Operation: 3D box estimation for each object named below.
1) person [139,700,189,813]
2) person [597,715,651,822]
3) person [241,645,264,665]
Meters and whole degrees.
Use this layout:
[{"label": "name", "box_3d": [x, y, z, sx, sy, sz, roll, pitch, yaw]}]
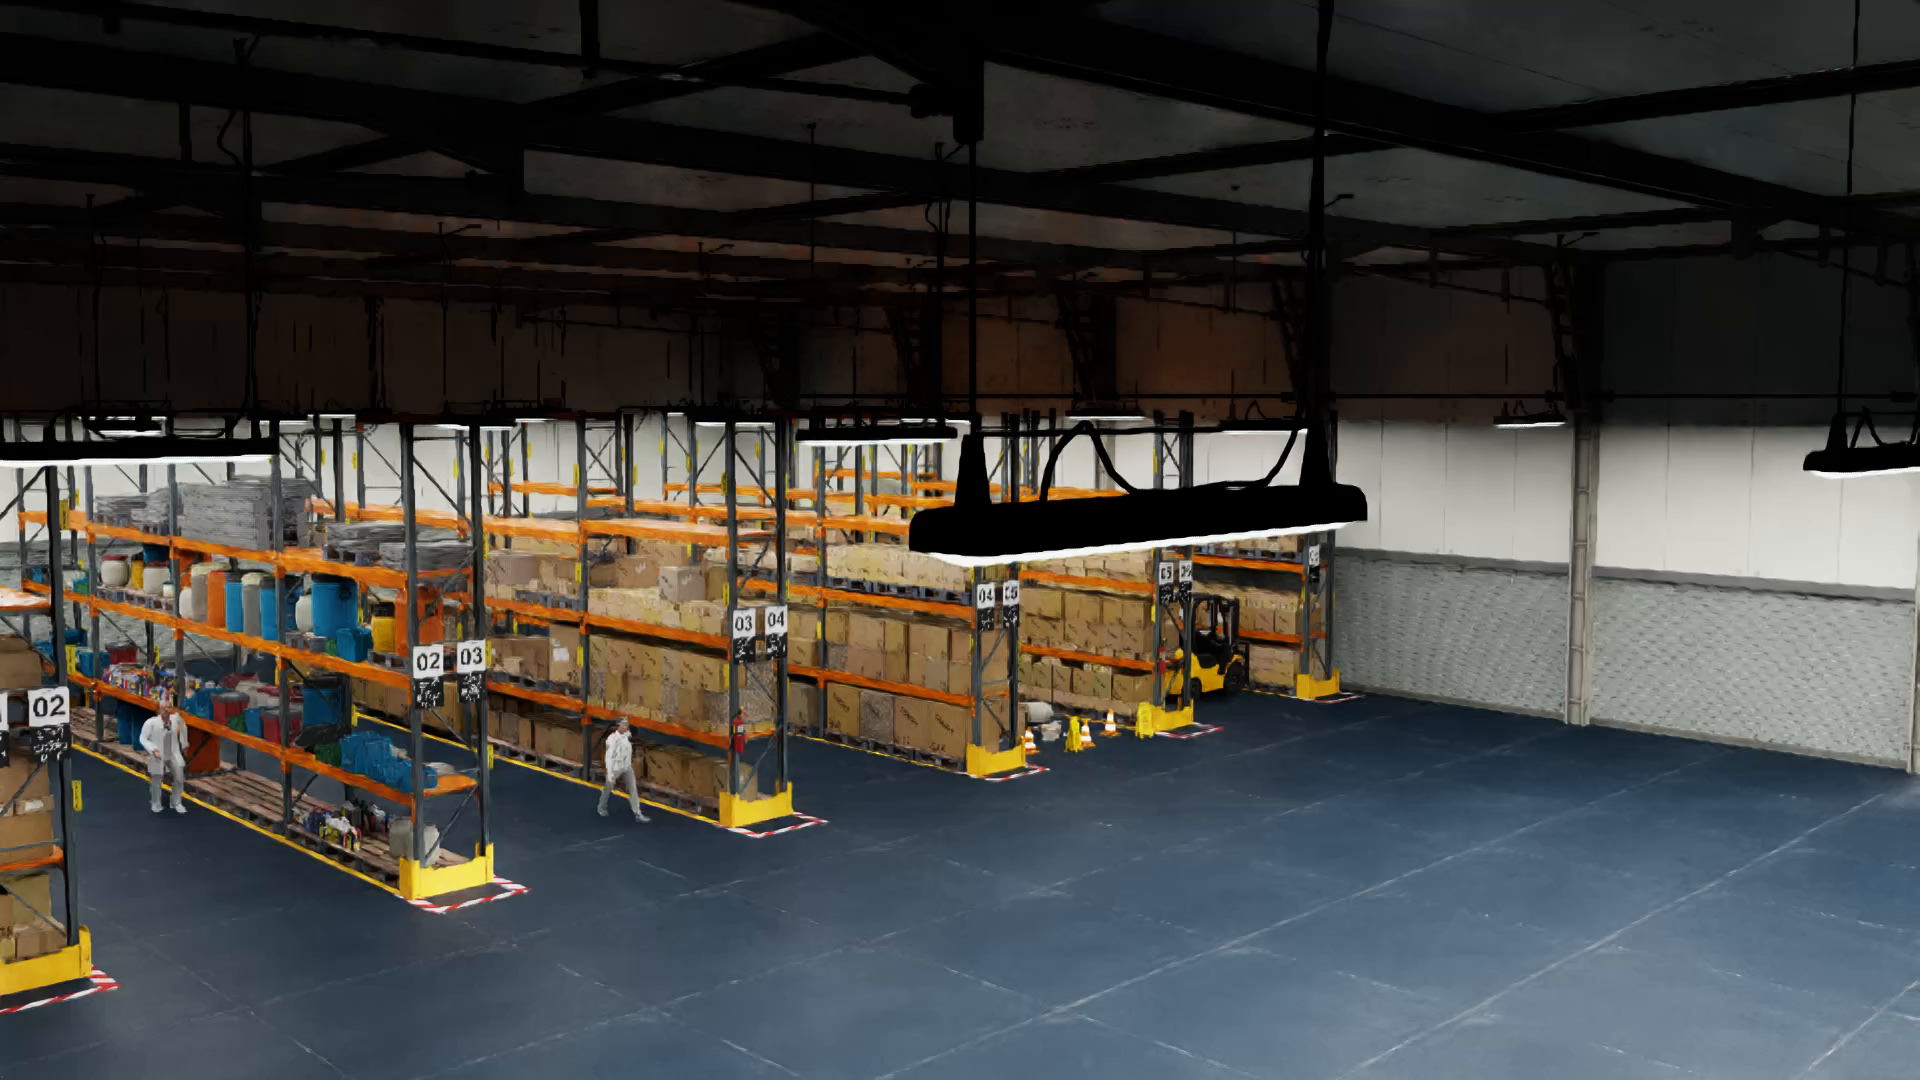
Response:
[{"label": "person", "box_3d": [-12.062, 3.271, 25.265, 0.750, 1.737, 0.748, -4, 7, -41]}, {"label": "person", "box_3d": [-5.048, 3.375, 24.692, 0.495, 1.589, 1.086, -5, 7, -42]}, {"label": "person", "box_3d": [-16.794, 2.088, 39.294, 0.584, 1.664, 0.978, -2, 5, -23]}]
